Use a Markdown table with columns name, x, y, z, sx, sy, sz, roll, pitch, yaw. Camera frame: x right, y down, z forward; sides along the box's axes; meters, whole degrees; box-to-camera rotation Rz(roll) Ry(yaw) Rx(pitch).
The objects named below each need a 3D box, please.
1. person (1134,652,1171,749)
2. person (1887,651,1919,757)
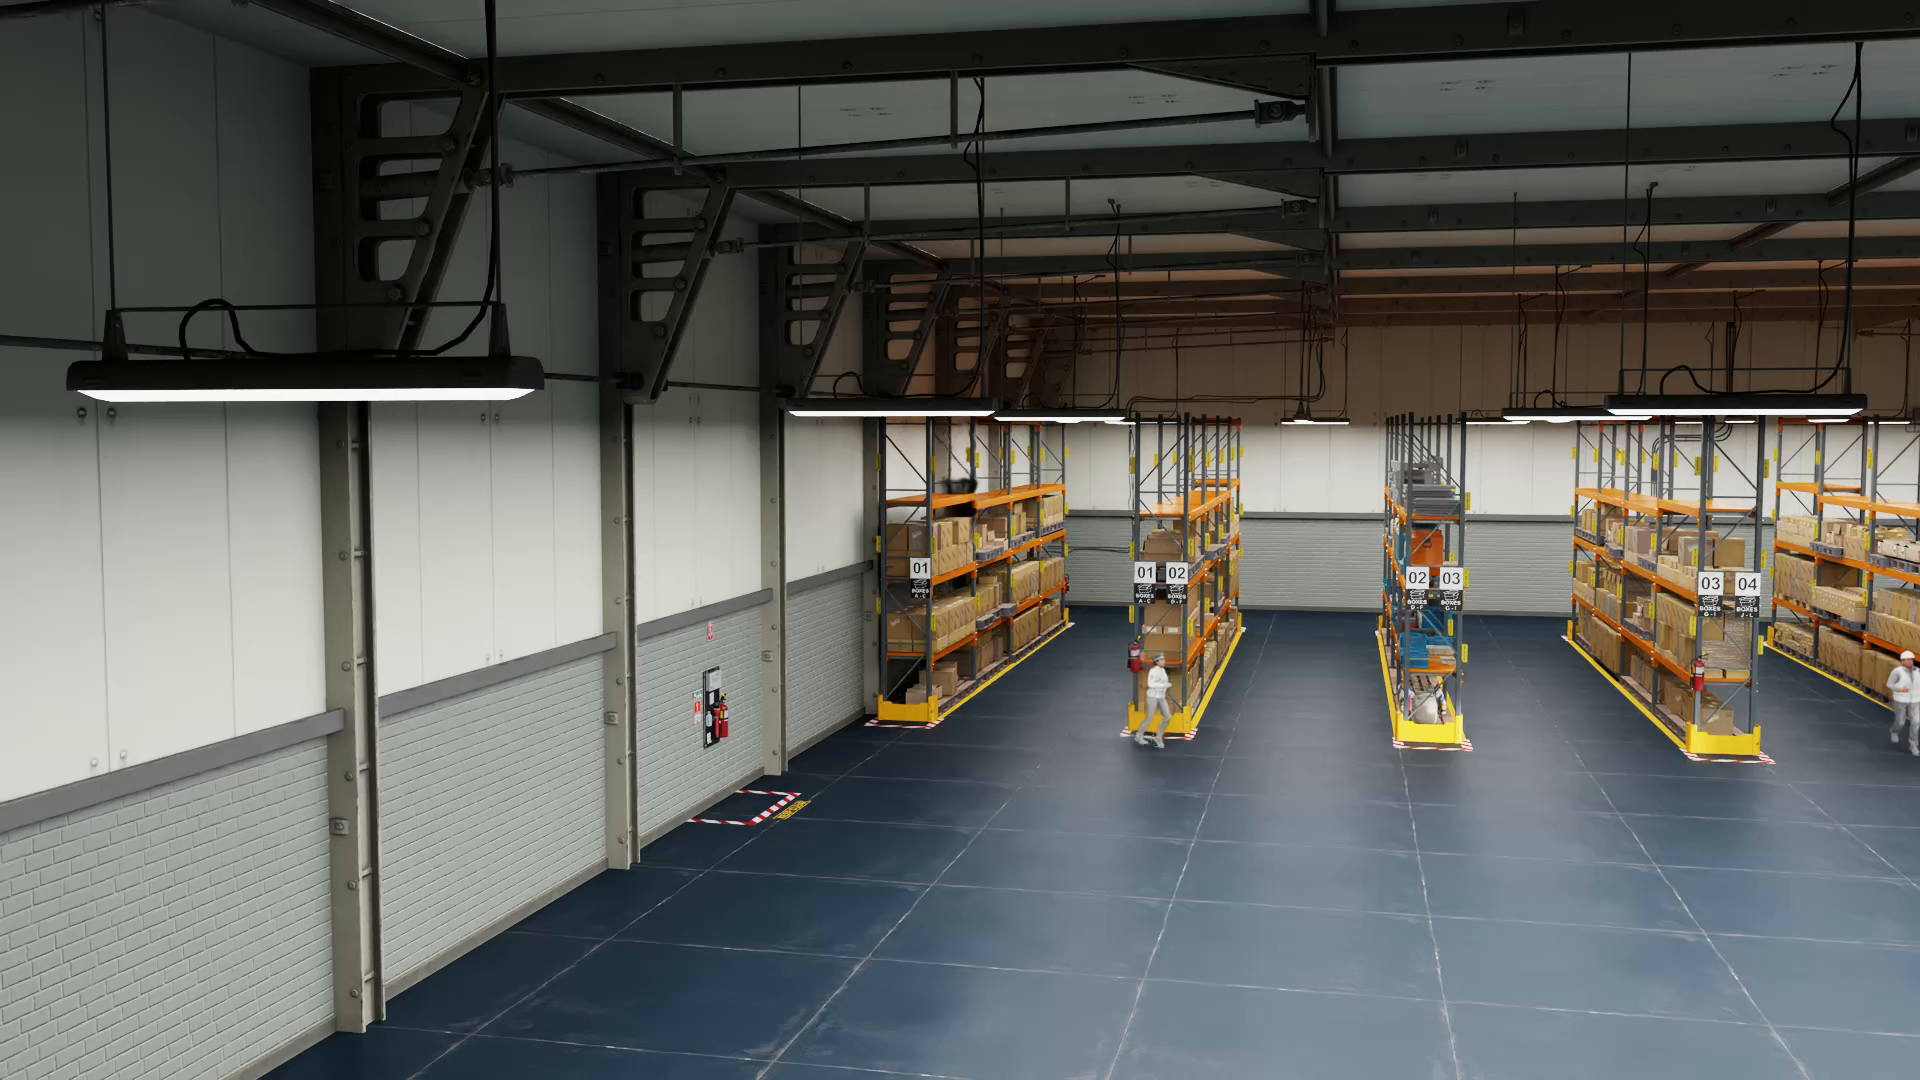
| name | x | y | z | sx | sy | sz | roll | pitch | yaw |
| --- | --- | --- | --- | --- | --- | --- | --- | --- | --- |
| person | 3.531 | 2.871 | 29.843 | 0.715 | 1.738 | 0.612 | 3 | 5 | 41 |
| person | 16.710 | 2.852 | 29.379 | 0.688 | 1.796 | 0.977 | 0 | 4 | 6 |
